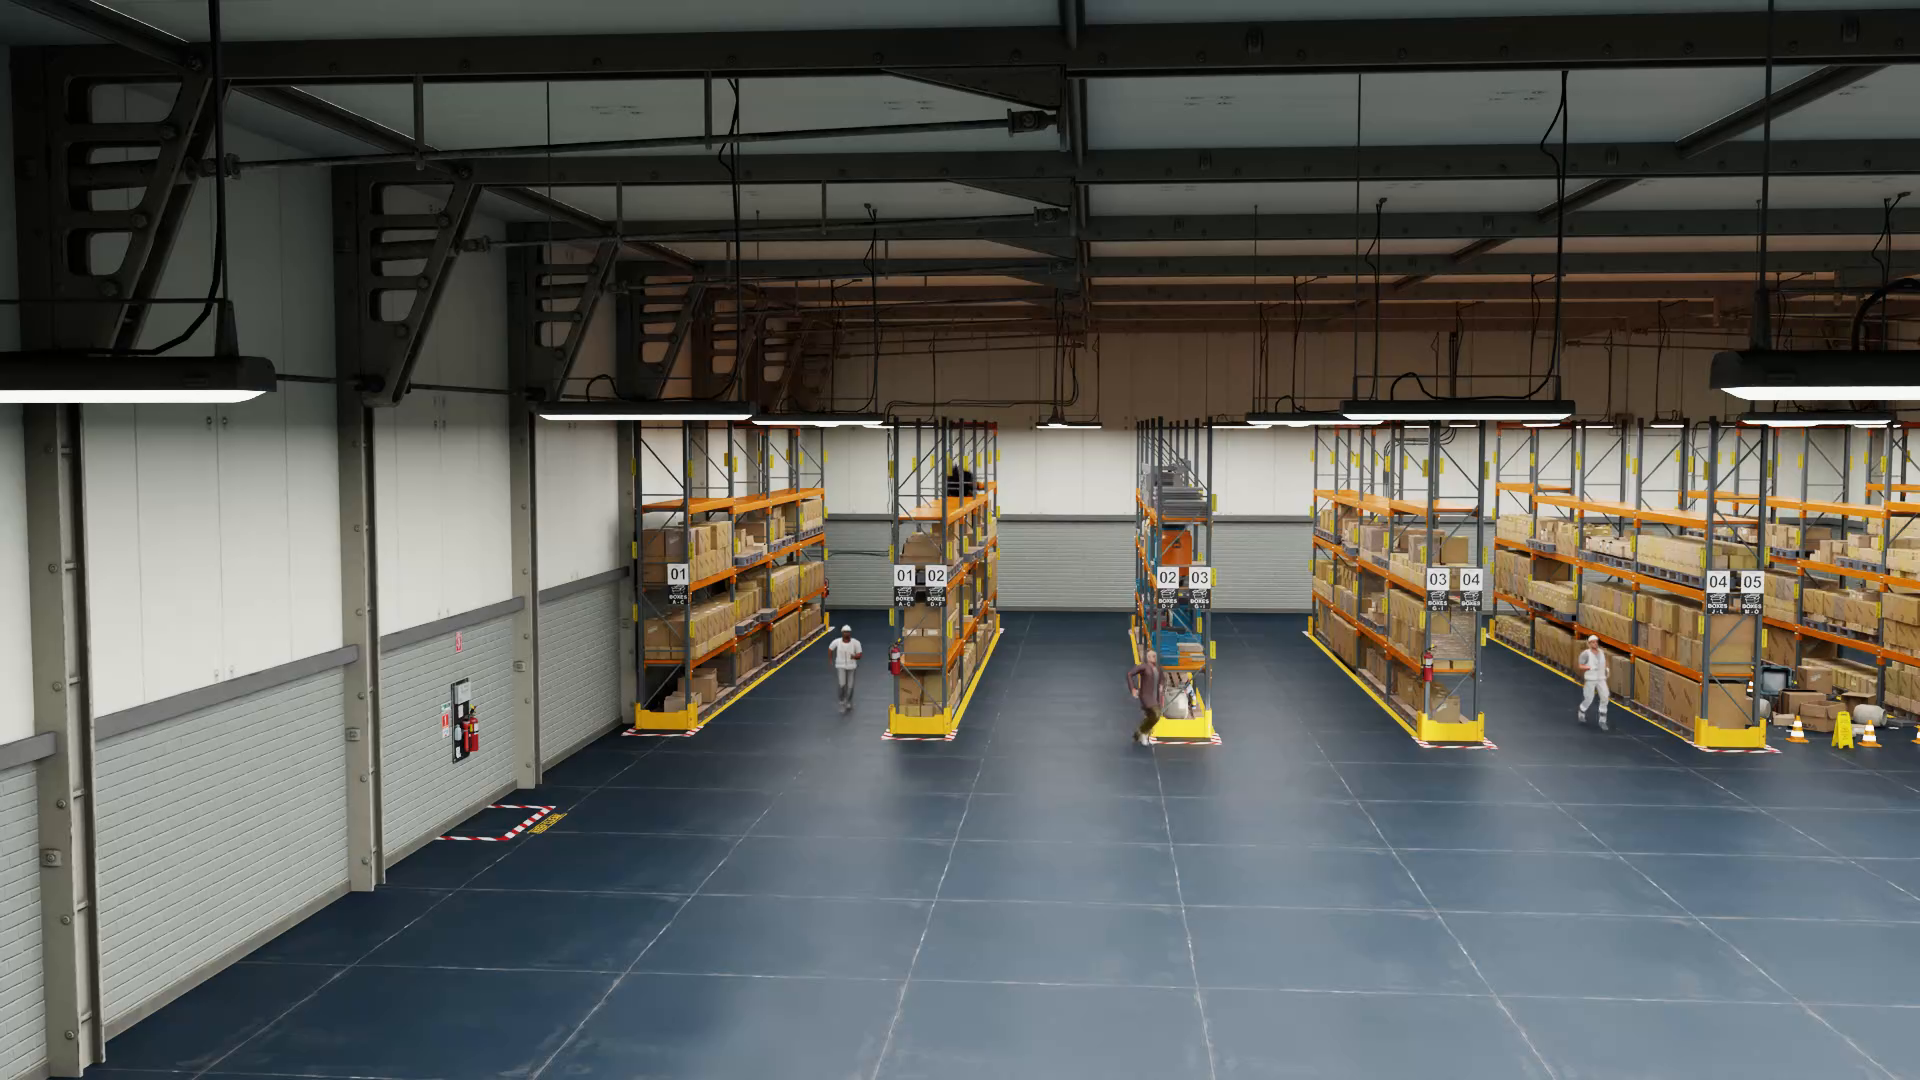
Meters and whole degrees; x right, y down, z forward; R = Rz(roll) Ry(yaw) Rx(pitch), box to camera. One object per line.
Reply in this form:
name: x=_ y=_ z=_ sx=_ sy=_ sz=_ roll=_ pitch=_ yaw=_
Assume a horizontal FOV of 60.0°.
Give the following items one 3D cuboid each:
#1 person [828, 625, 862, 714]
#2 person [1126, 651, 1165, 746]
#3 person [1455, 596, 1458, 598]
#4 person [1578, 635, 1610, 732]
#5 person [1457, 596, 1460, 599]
person: x=-2.326 y=2.633 z=33.885 sx=0.671 sy=1.801 sz=0.728 roll=-1 pitch=4 yaw=-10
person: x=3.443 y=2.869 z=30.245 sx=0.673 sy=1.709 sz=0.727 roll=4 pitch=5 yaw=44
person: x=11.759 y=2.215 z=39.647 sx=0.690 sy=1.797 sz=0.987 roll=0 pitch=4 yaw=-4
person: x=12.268 y=2.741 z=32.116 sx=0.669 sy=1.812 sz=0.893 roll=0 pitch=4 yaw=-4
person: x=13.422 y=1.998 z=44.264 sx=0.660 sy=1.685 sz=0.599 roll=0 pitch=4 yaw=1
